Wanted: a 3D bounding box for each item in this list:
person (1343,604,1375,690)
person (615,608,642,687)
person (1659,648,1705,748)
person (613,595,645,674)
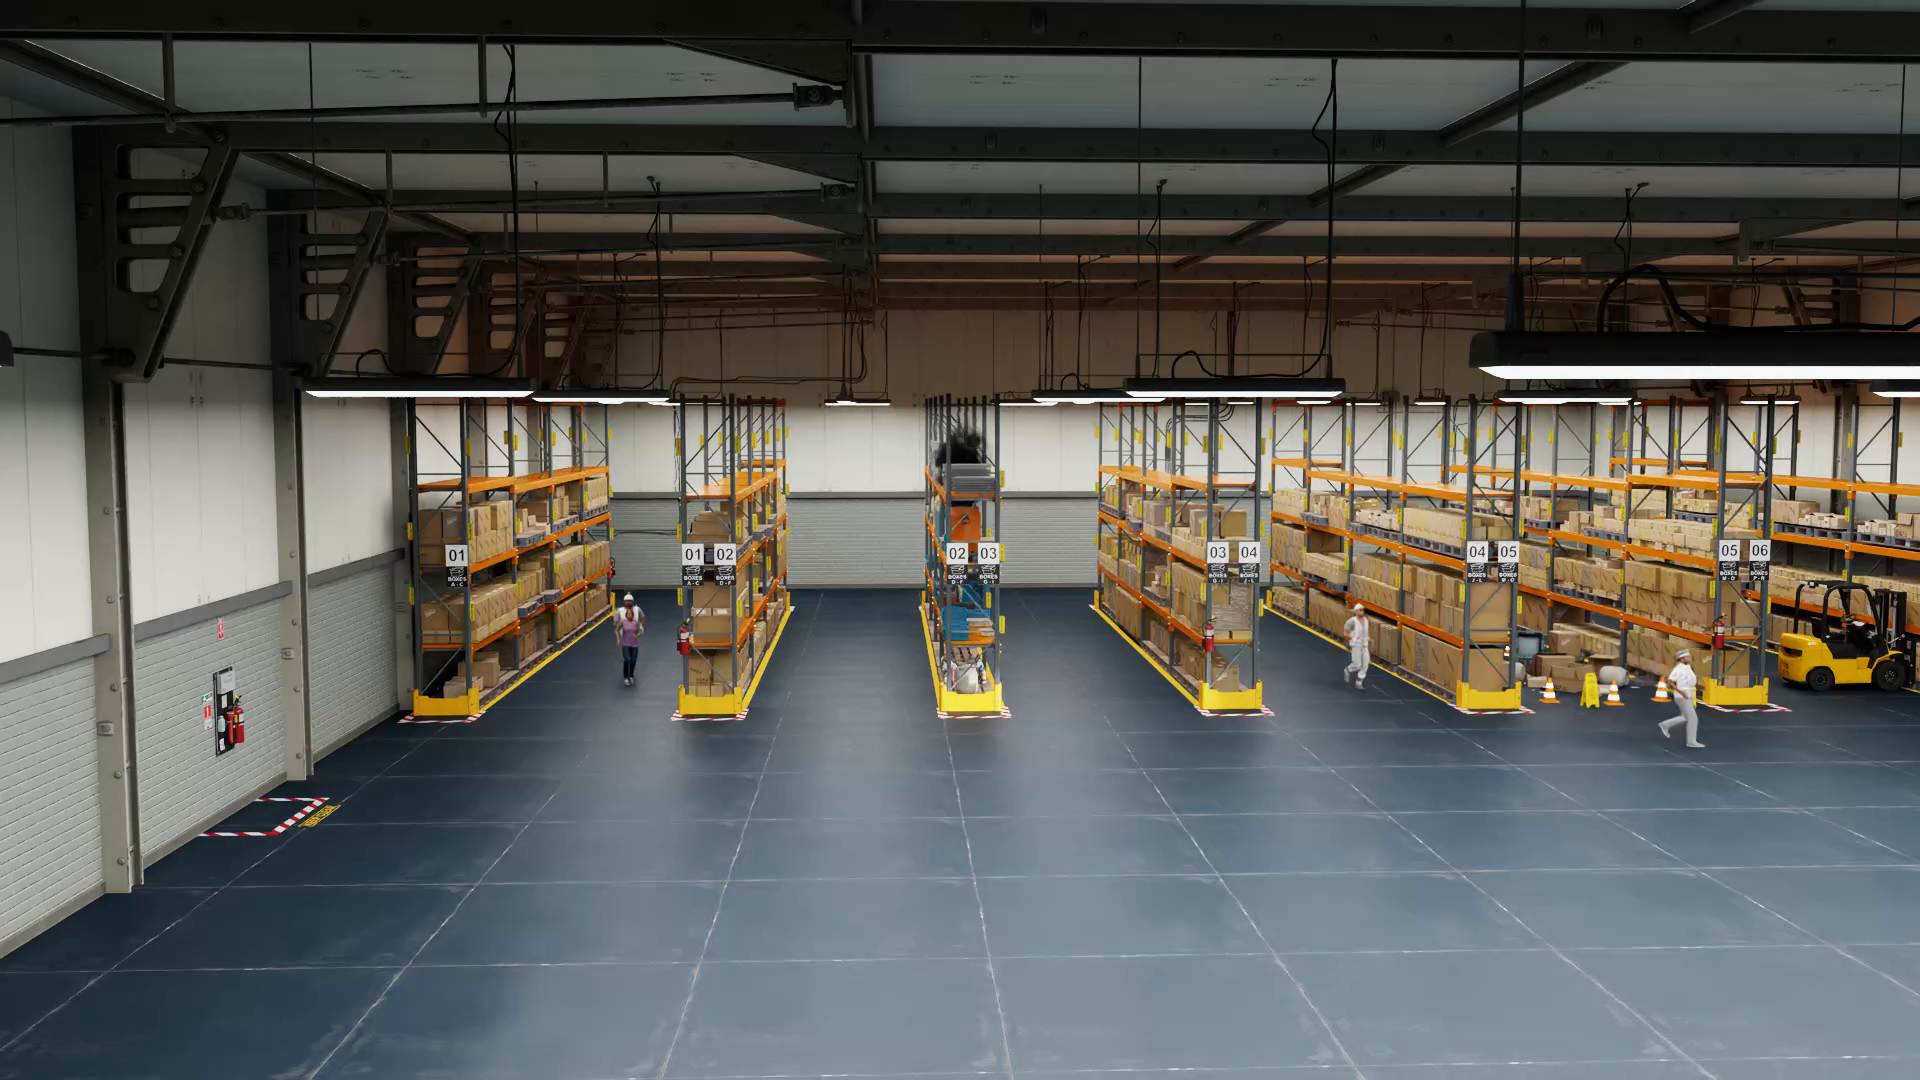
[{"bbox_3d":[8.121,2.169,33.953,0.655,1.743,0.652,-2,5,-23],"label":"person"},{"bbox_3d":[-6.815,2.216,34.285,0.510,1.607,0.676,-2,5,-22],"label":"person"},{"bbox_3d":[12.253,2.663,28.193,0.786,1.661,0.588,4,6,42],"label":"person"},{"bbox_3d":[-7.064,2.046,35.557,0.681,1.772,0.849,-1,5,-12],"label":"person"}]
